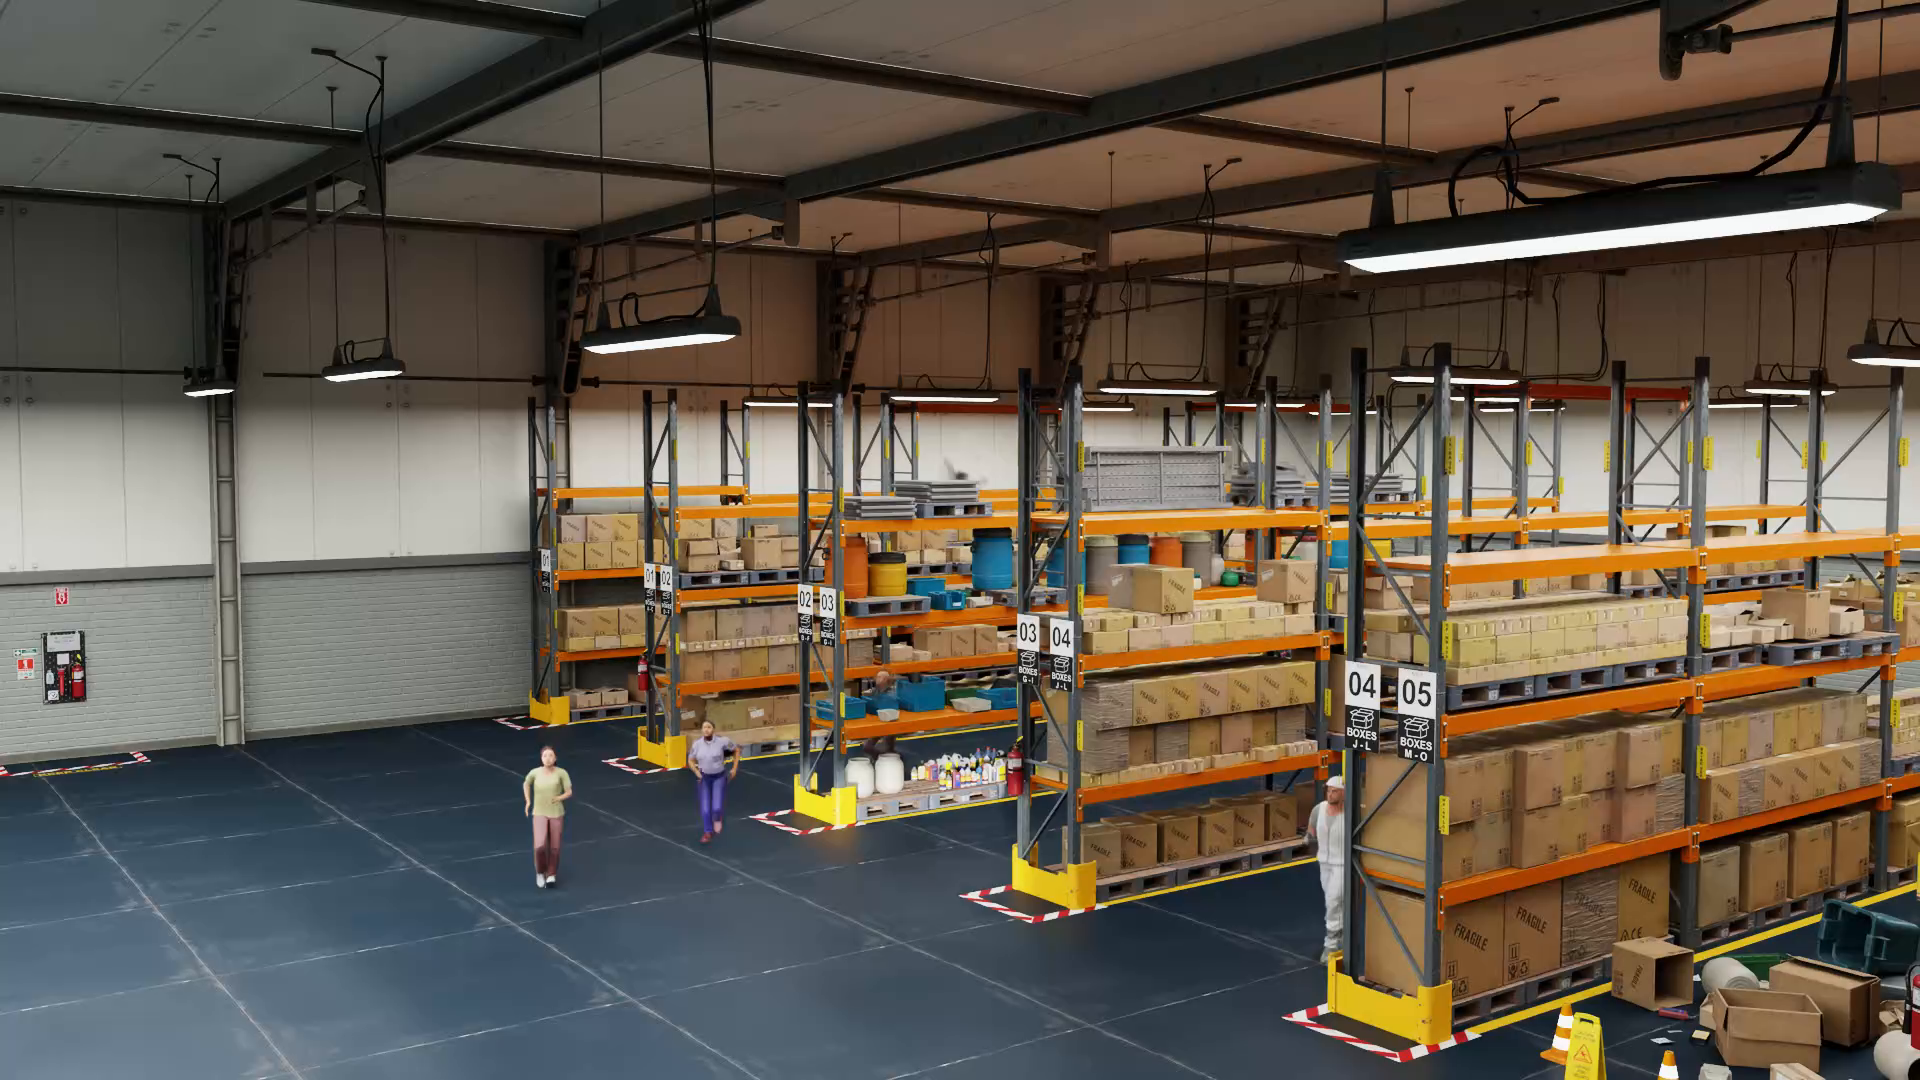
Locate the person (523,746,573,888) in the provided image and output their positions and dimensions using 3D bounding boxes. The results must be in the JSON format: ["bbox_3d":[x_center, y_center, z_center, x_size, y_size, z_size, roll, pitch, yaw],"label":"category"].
[{"bbox_3d":[-4.752,3.191,19.185,0.558,1.638,0.626,-1,3,-13],"label":"person"}]

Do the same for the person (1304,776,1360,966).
[{"bbox_3d":[3.783,3.276,16.723,0.814,1.828,0.632,-3,5,-42],"label":"person"}]

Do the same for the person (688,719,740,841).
[{"bbox_3d":[-3.181,3.105,21.382,0.637,1.606,0.671,0,3,3],"label":"person"}]

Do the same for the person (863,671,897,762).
[{"bbox_3d":[-1.162,2.821,25.277,0.724,1.670,0.584,-3,5,-42],"label":"person"}]
